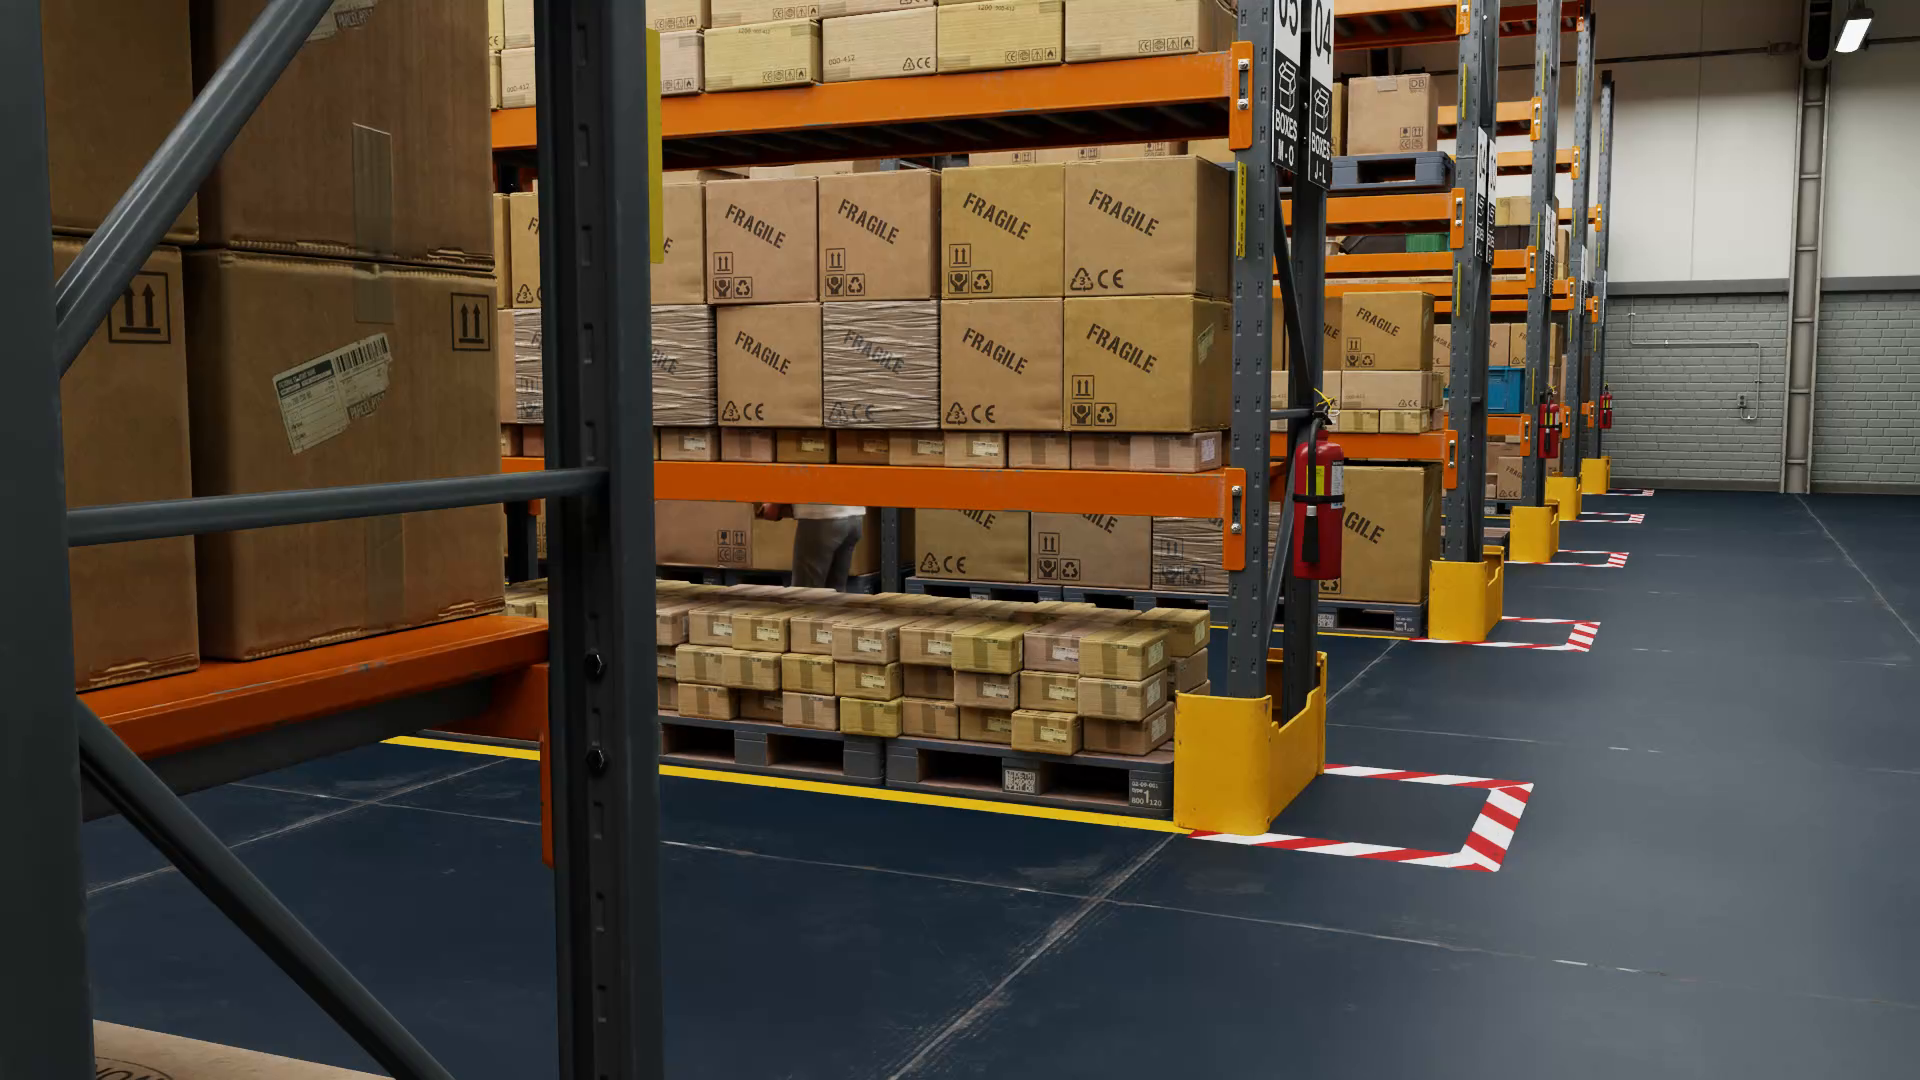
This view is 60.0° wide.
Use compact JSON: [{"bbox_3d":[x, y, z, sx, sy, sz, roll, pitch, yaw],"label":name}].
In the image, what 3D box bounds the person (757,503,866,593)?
[{"bbox_3d":[-0.801,-0.106,9.039,0.556,1.762,0.494,2,6,24],"label":"person"}]
